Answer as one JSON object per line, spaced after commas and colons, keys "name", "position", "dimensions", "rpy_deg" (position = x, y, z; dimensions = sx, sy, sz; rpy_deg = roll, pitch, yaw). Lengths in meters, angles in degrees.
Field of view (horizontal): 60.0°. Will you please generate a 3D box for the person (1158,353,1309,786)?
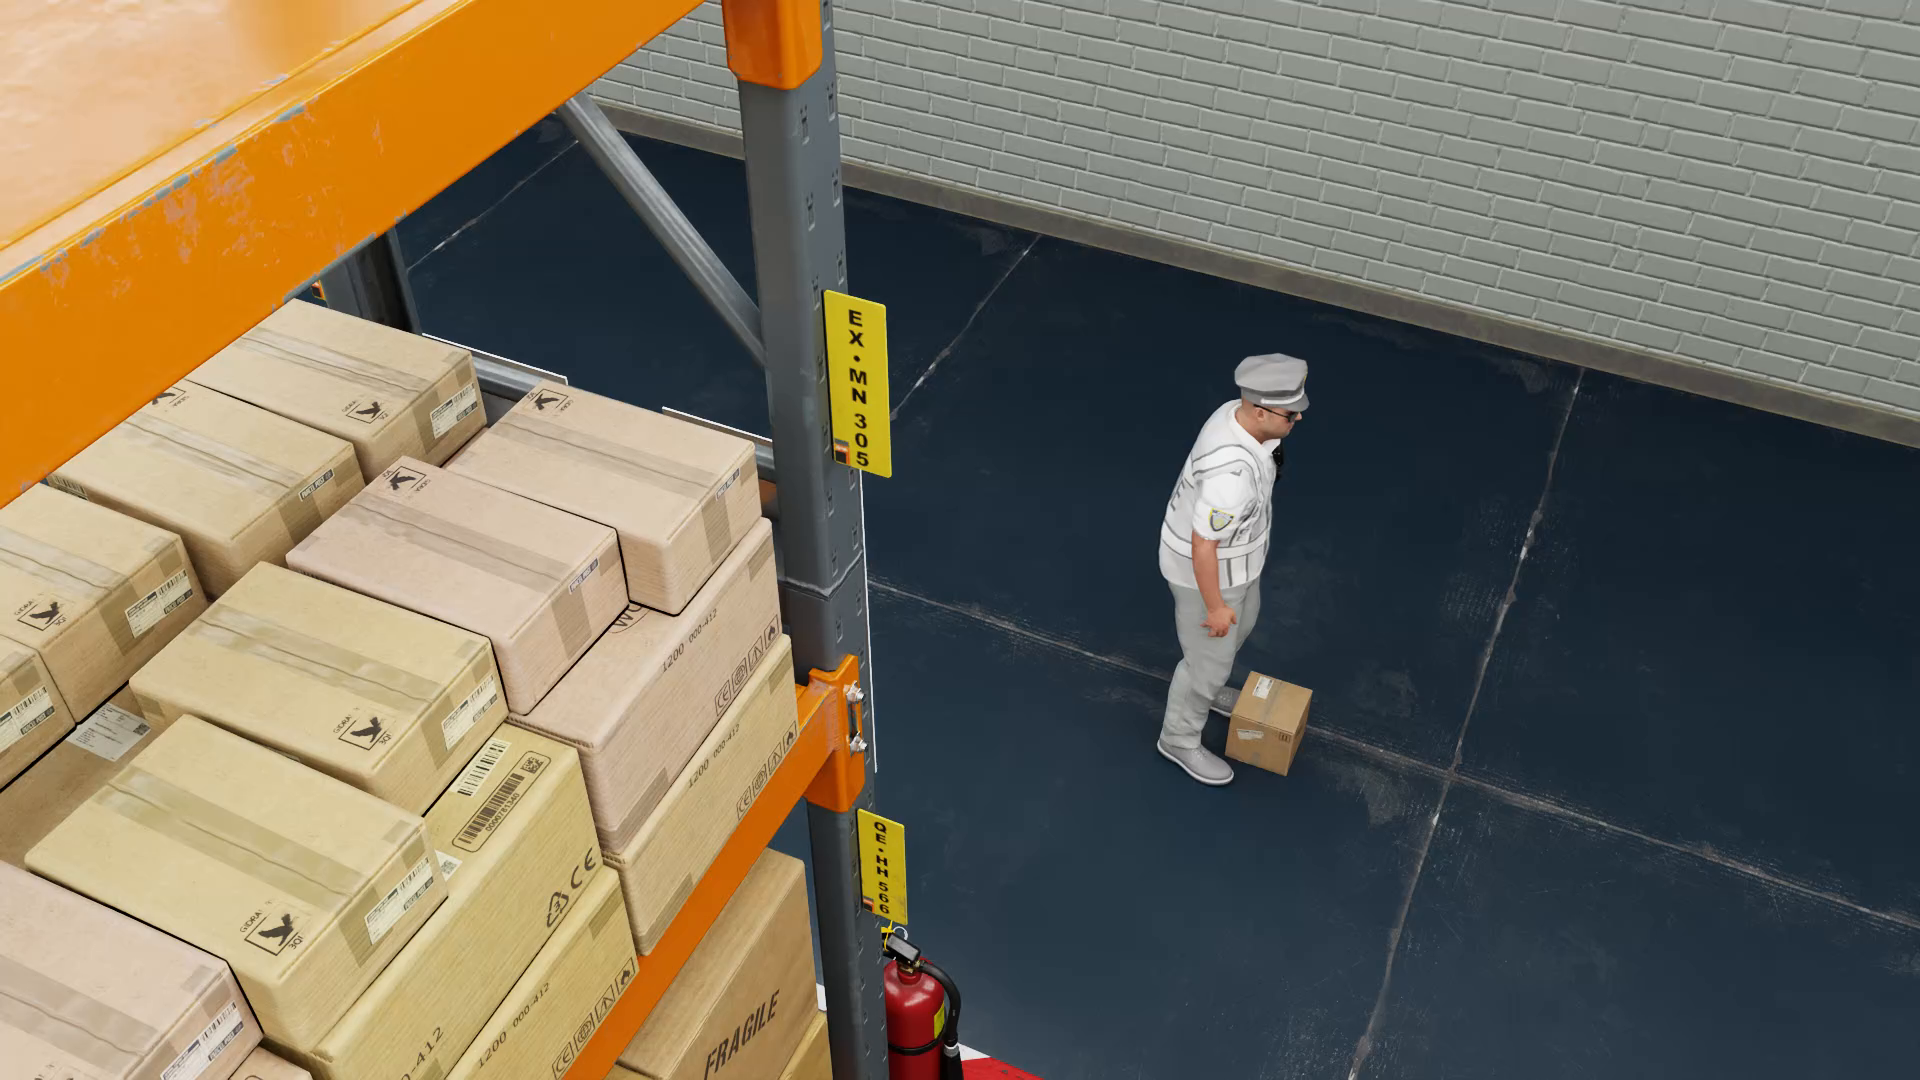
{"name": "person", "position": [0.953, 0.076, 6.066], "dimensions": [0.435, 1.750, 0.606], "rpy_deg": [15, 44, 16]}
